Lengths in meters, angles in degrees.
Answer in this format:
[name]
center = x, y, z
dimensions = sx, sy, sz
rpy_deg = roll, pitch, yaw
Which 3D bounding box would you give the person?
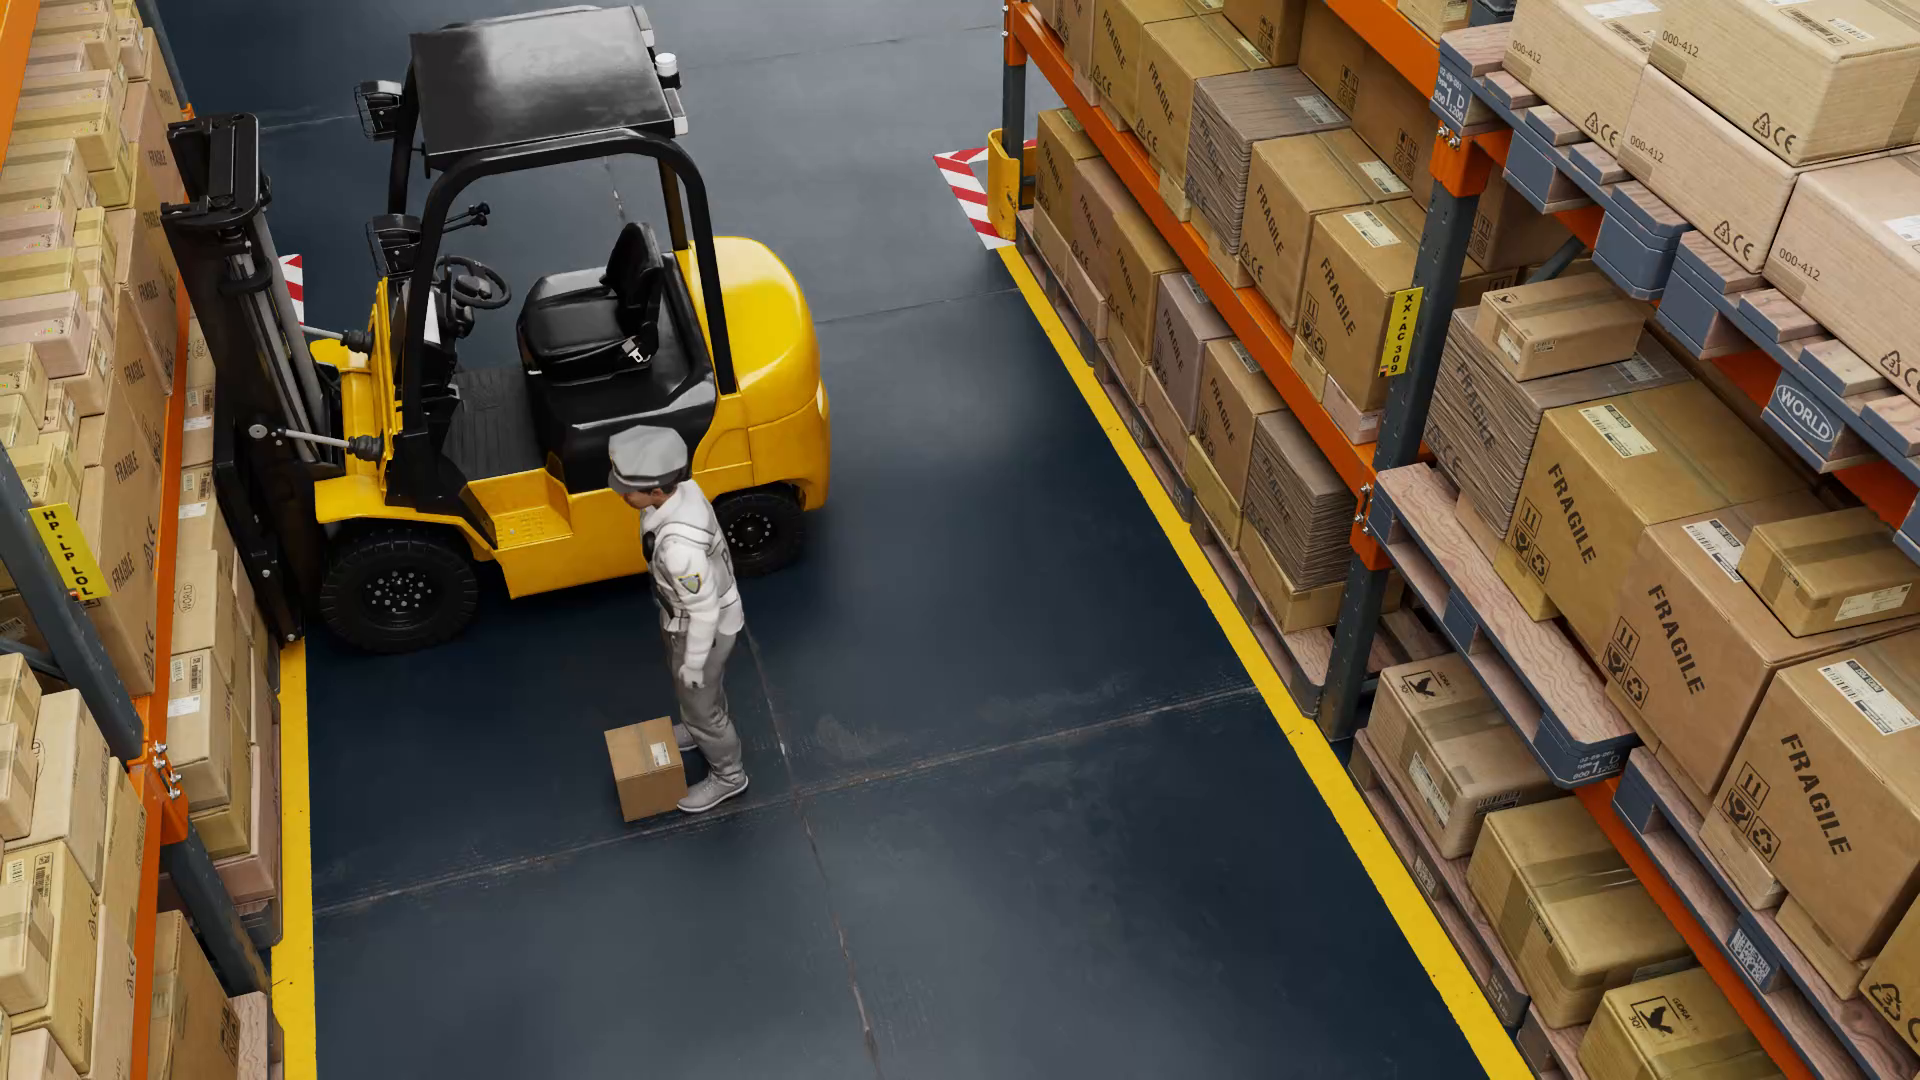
[person]
center = -0.952, 0.284, 5.849
dimensions = 0.374, 1.661, 0.528
rpy_deg = -12, 44, -13
